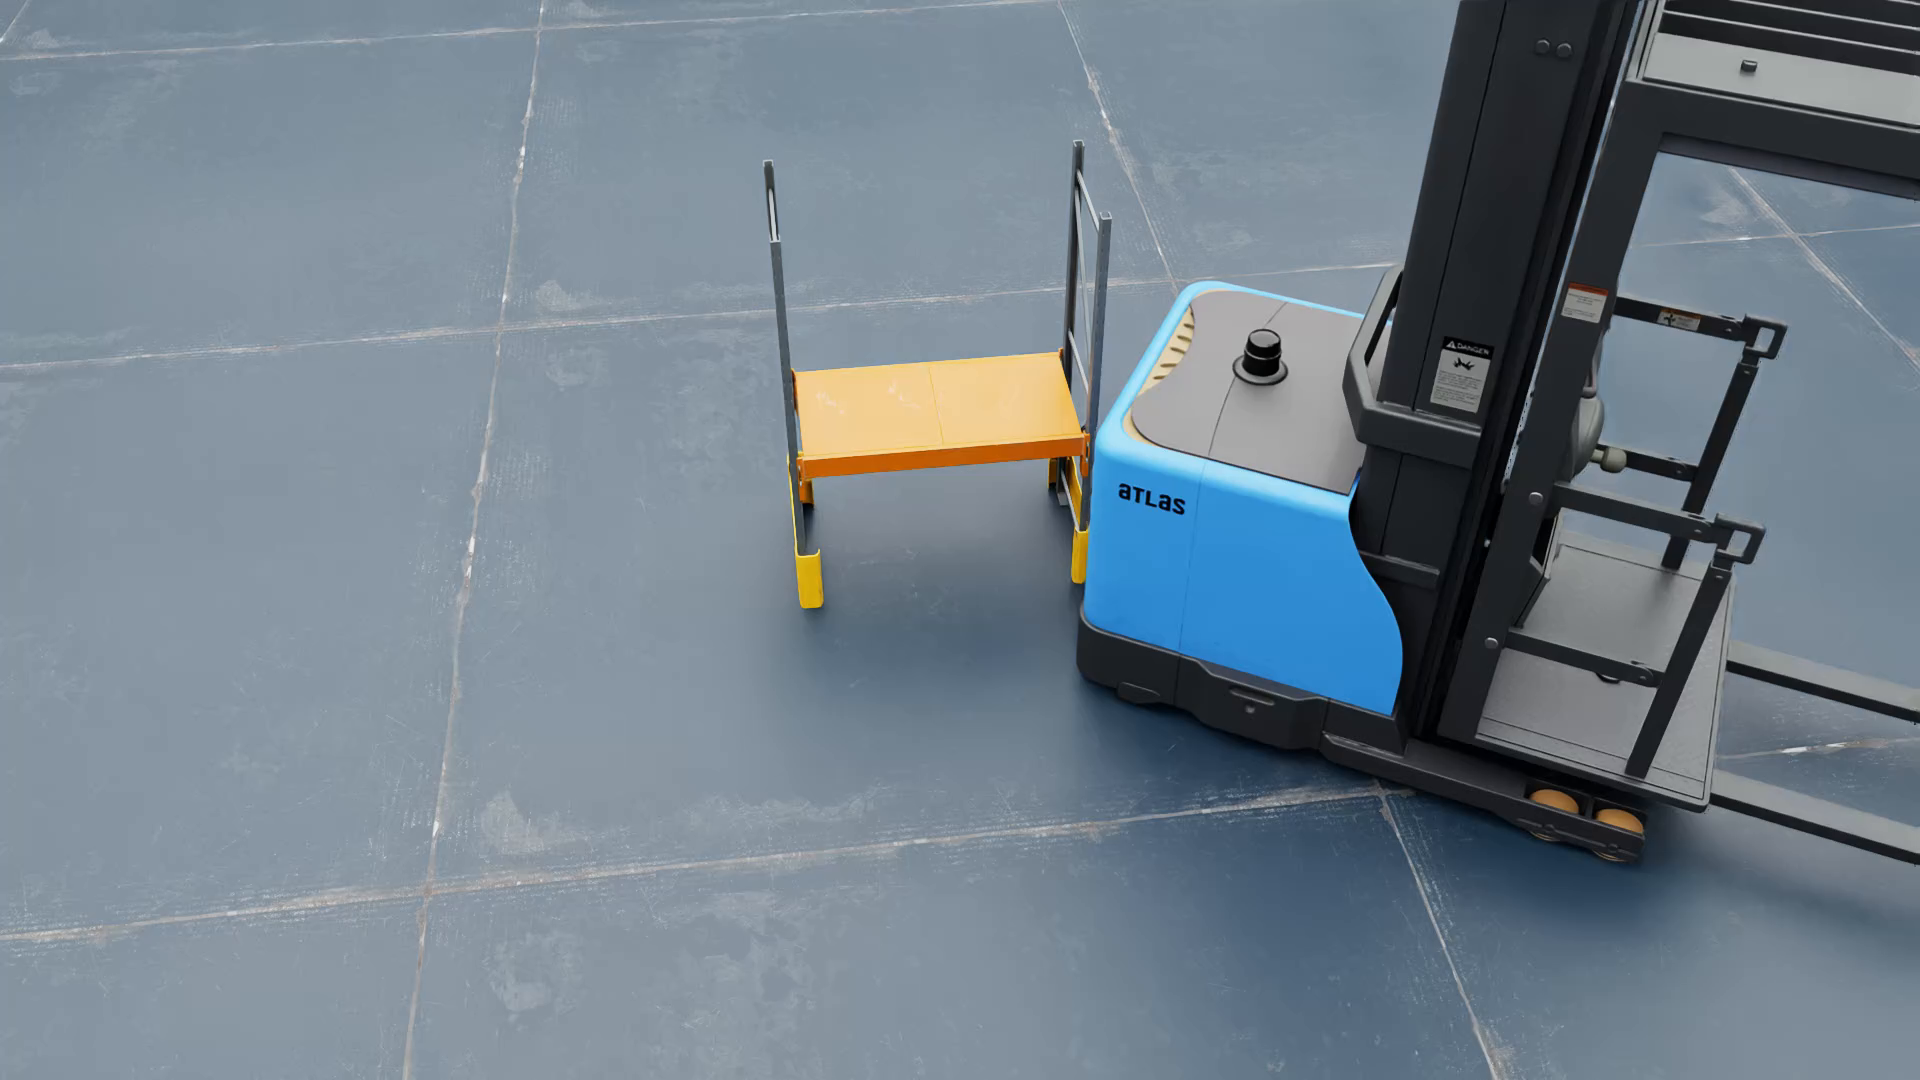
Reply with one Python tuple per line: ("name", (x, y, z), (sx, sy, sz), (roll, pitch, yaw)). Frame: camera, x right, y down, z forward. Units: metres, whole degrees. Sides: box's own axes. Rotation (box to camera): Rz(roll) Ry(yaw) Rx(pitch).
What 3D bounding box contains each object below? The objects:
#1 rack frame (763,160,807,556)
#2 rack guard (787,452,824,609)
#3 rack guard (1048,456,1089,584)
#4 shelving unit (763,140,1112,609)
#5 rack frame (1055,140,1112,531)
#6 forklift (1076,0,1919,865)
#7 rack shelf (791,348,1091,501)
("rack frame", (-0.589, -0.505, 5.691), (0.032, 1.500, 0.500), (-5, 42, -6))
("rack guard", (-0.569, -0.043, 6.111), (0.087, 0.250, 0.587), (-5, 42, -6))
("rack guard", (0.418, -0.129, 6.207), (0.087, 0.250, 0.587), (-5, 42, -6))
("shelving unit", (-0.076, -0.550, 5.740), (1.083, 1.500, 0.587), (-5, 42, -6))
("rack frame", (0.419, -0.594, 5.788), (0.032, 1.500, 0.500), (-5, 42, -6))
("forklift", (1.961, -0.502, 4.619), (3.031, 2.935, 1.130), (16, 44, 17))
("rack shelf", (-0.085, -0.416, 5.860), (1.000, 0.185, 0.538), (-5, 42, -6))
